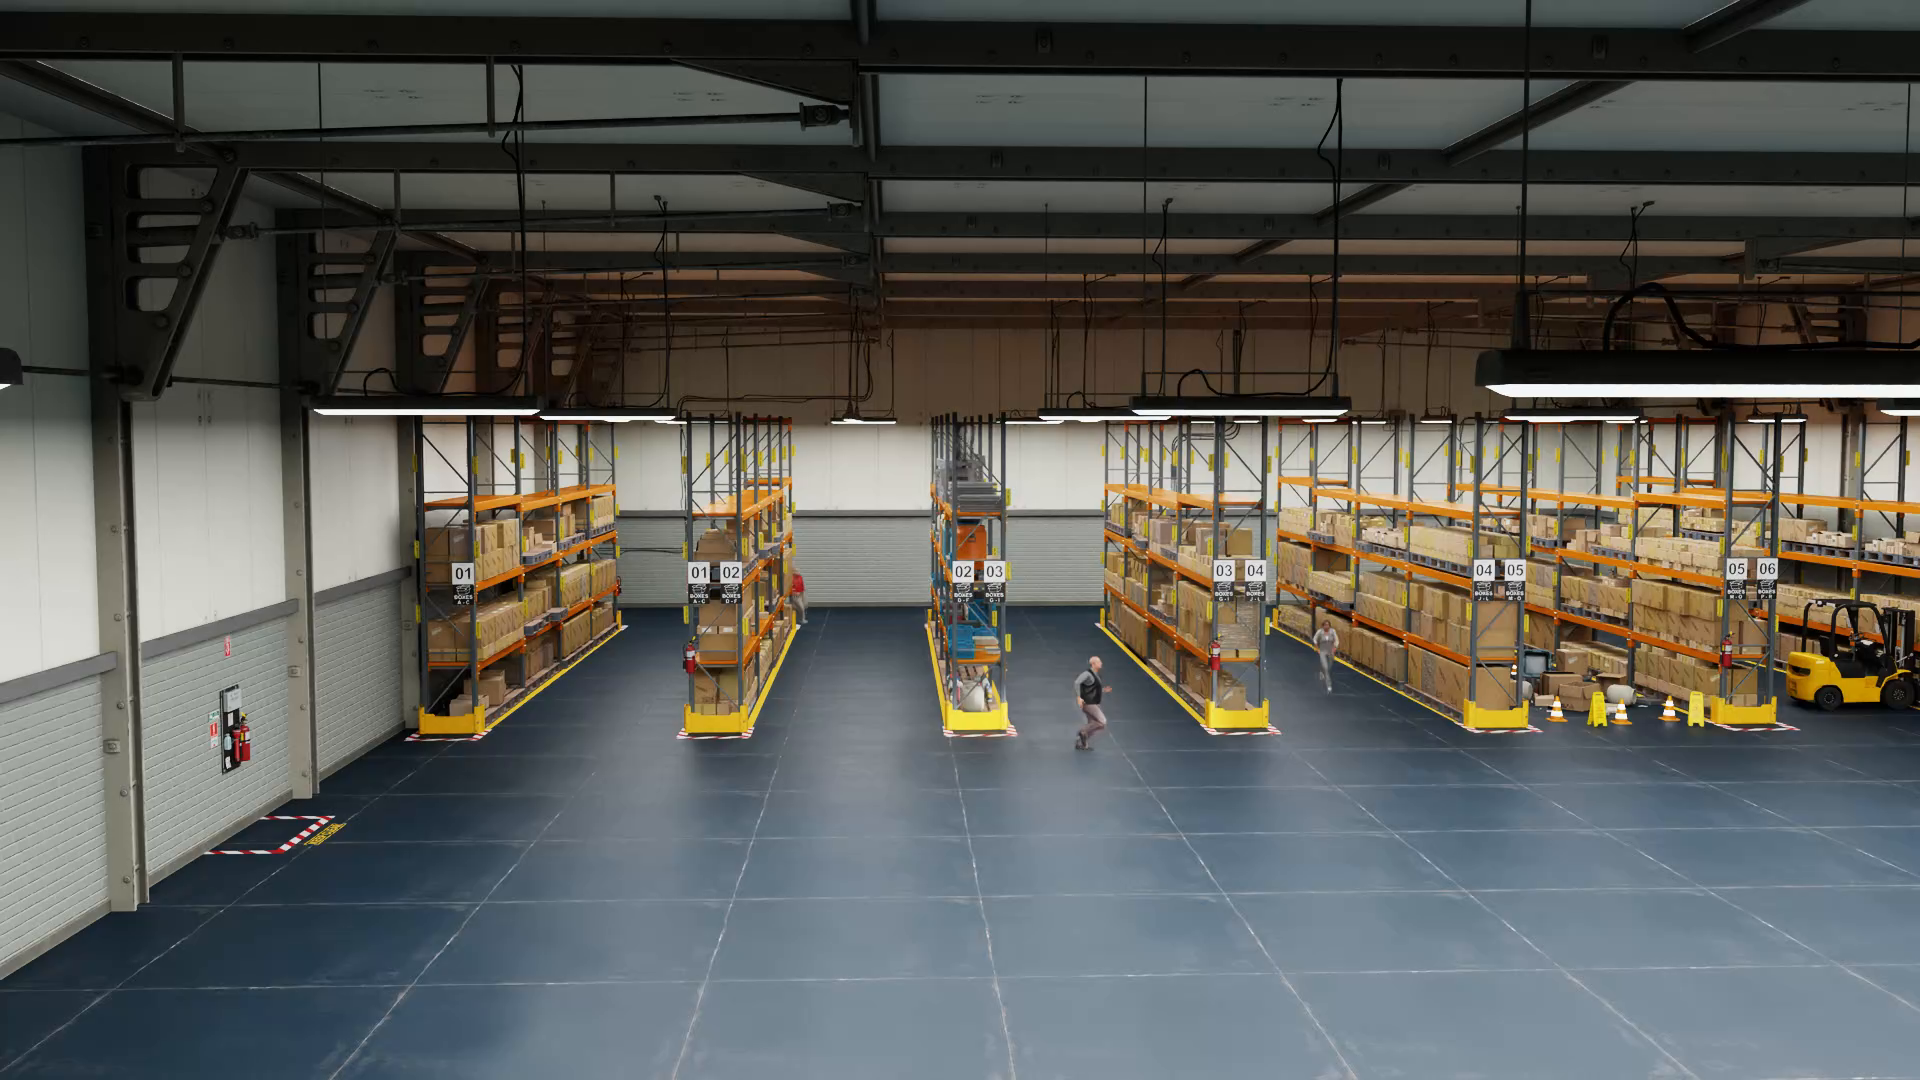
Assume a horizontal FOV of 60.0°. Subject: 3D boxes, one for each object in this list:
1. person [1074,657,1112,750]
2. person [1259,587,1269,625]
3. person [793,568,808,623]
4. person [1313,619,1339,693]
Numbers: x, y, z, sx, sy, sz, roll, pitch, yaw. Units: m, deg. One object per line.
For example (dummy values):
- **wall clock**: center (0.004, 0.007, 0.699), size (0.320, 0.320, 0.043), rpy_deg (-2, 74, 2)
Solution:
- **person**: center (2.340, 2.885, 29.256), size (0.670, 1.658, 0.647), rpy_deg (2, 4, 22)
- **person**: center (7.926, 1.800, 44.442), size (0.672, 1.798, 1.002), rpy_deg (0, 4, 3)
- **person**: center (-4.792, 1.619, 48.488), size (0.601, 1.636, 0.733), rpy_deg (3, 5, 41)
- **person**: center (7.947, 2.508, 36.182), size (0.536, 1.556, 0.941), rpy_deg (0, 4, 0)
